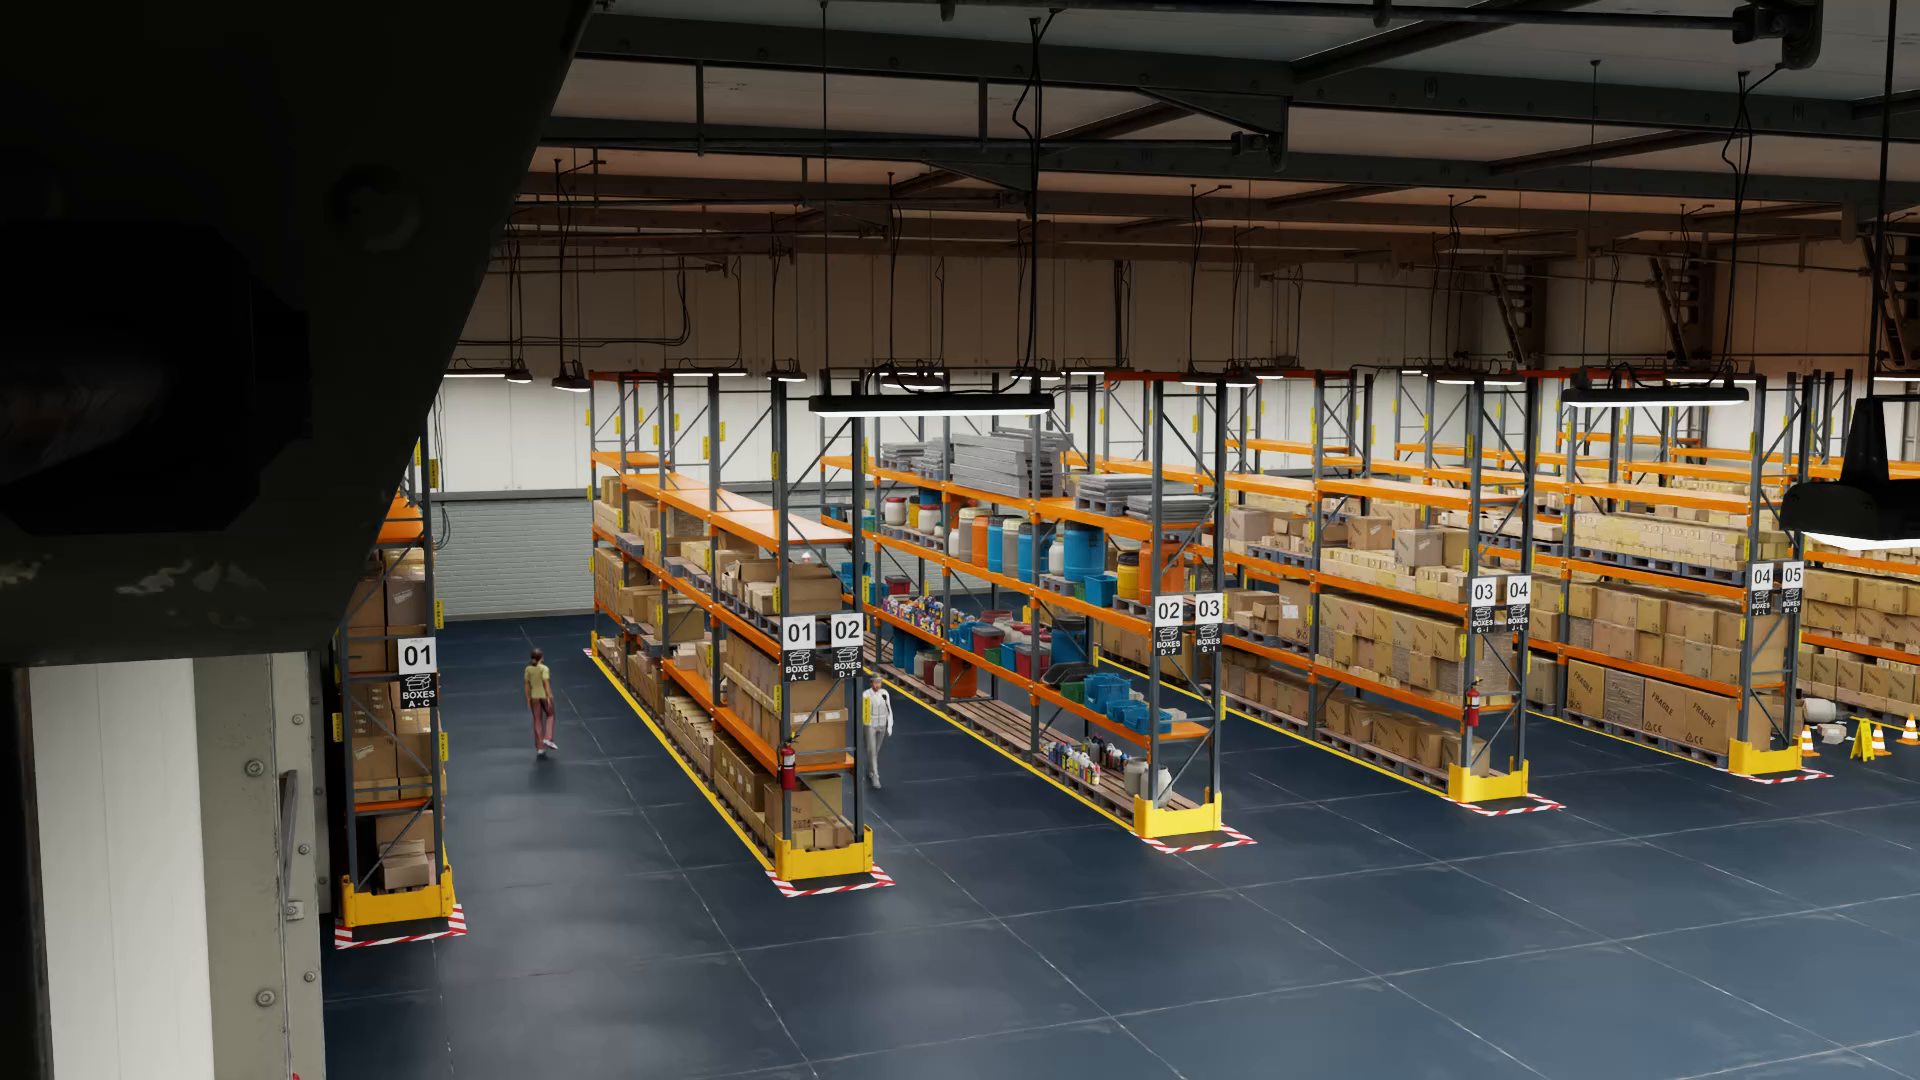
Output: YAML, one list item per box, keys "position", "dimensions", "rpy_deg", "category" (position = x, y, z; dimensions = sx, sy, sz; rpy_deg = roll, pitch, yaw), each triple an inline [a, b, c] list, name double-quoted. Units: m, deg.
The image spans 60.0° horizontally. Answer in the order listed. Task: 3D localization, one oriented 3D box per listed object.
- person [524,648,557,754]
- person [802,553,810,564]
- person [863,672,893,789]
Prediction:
- position: [-6.686, 2.667, 26.458]
  dimensions: [0.480, 1.413, 0.515]
  rpy_deg: [-1, 6, -8]
  category: "person"
- position: [-3.538, 1.157, 38.415]
  dimensions: [0.546, 1.731, 1.051]
  rpy_deg: [2, 7, 15]
  category: "person"
- position: [-1.228, 2.760, 24.547]
  dimensions: [0.513, 1.637, 0.878]
  rpy_deg: [-4, 7, -30]
  category: "person"
